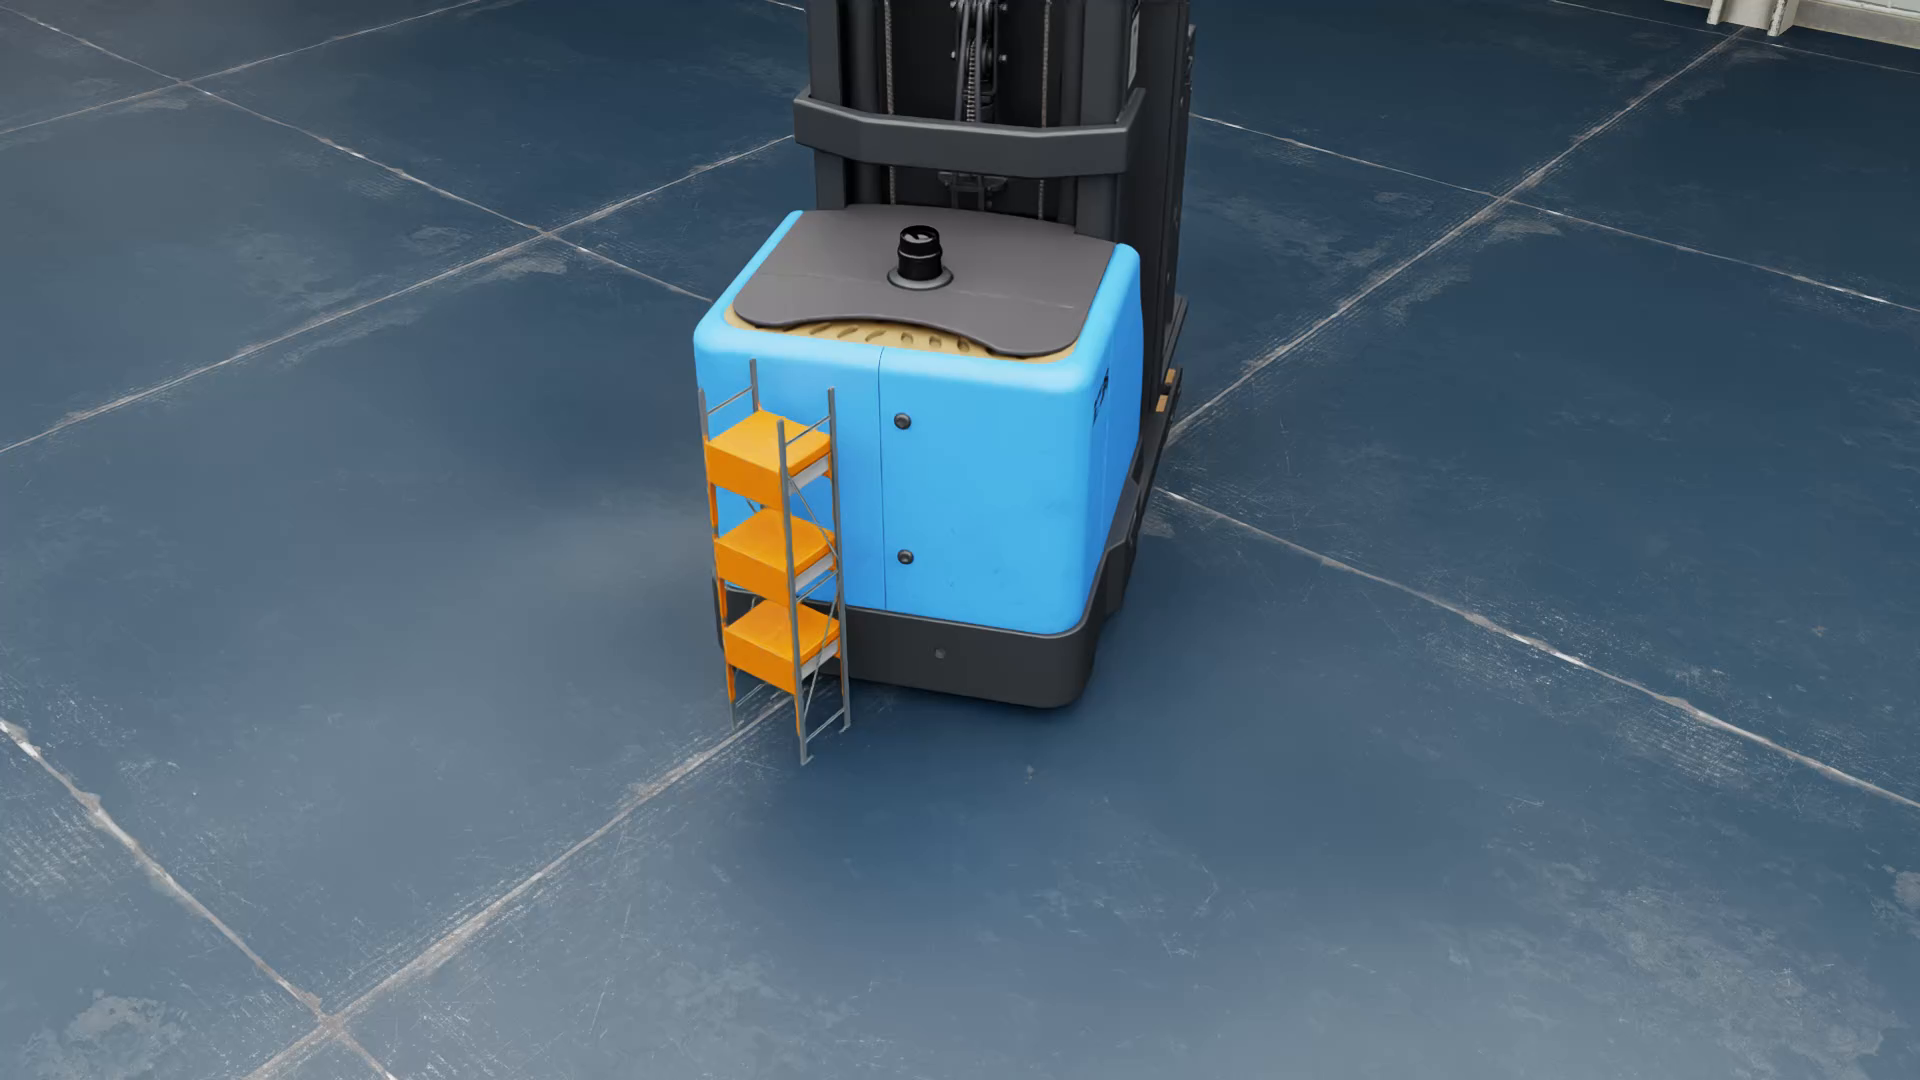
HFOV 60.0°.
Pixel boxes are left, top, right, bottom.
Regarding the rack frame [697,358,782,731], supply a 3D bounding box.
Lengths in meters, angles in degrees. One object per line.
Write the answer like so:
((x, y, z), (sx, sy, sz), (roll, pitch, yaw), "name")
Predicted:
((-0.557, 0.037, 4.268), (0.008, 1.050, 0.200), (22, 40, 28), "rack frame")

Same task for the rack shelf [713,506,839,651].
((-0.457, 0.086, 4.216), (0.240, 0.259, 0.215), (22, 40, 28), "rack shelf")

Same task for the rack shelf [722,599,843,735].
((-0.457, 0.315, 4.374), (0.240, 0.259, 0.215), (22, 40, 28), "rack shelf")

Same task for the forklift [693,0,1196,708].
((0.167, -1.588, 4.973), (1.130, 2.935, 3.031), (8, 35, 11), "forklift")

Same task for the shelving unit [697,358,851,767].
((-0.457, 0.077, 4.210), (0.252, 1.050, 0.215), (22, 40, 28), "shelving unit")

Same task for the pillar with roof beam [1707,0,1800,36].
((1.804, -4.818, 4.317), (0.400, 9.000, 9.100), (25, 42, 32), "pillar with roof beam")

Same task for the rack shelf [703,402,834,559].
((-0.457, -0.148, 4.055), (0.240, 0.259, 0.215), (22, 40, 28), "rack shelf")

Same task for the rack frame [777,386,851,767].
((-0.357, 0.117, 4.152), (0.008, 1.050, 0.200), (22, 40, 28), "rack frame")
